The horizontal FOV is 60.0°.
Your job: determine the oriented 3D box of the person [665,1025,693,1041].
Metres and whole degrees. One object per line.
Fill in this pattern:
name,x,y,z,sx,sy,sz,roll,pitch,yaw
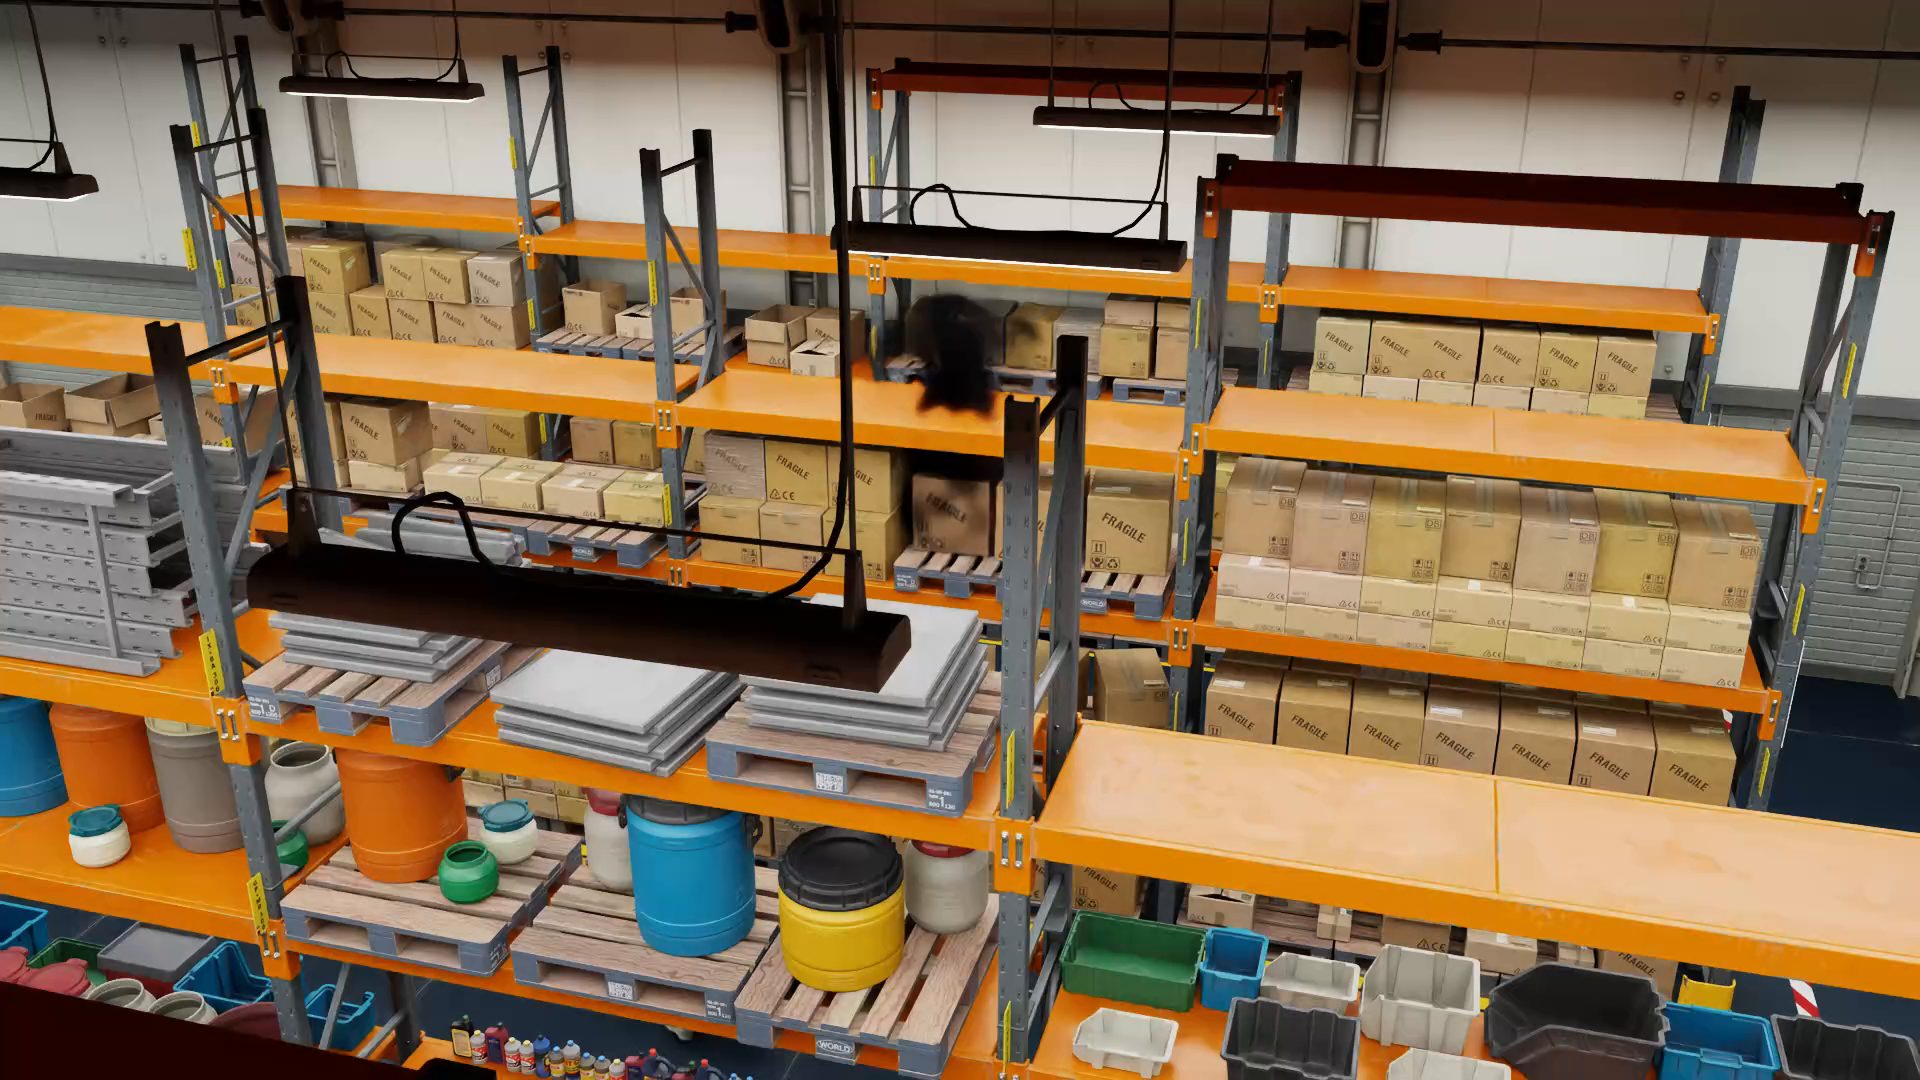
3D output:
person,-2.077,2.857,11.810,0.930,1.603,0.698,13,26,28
